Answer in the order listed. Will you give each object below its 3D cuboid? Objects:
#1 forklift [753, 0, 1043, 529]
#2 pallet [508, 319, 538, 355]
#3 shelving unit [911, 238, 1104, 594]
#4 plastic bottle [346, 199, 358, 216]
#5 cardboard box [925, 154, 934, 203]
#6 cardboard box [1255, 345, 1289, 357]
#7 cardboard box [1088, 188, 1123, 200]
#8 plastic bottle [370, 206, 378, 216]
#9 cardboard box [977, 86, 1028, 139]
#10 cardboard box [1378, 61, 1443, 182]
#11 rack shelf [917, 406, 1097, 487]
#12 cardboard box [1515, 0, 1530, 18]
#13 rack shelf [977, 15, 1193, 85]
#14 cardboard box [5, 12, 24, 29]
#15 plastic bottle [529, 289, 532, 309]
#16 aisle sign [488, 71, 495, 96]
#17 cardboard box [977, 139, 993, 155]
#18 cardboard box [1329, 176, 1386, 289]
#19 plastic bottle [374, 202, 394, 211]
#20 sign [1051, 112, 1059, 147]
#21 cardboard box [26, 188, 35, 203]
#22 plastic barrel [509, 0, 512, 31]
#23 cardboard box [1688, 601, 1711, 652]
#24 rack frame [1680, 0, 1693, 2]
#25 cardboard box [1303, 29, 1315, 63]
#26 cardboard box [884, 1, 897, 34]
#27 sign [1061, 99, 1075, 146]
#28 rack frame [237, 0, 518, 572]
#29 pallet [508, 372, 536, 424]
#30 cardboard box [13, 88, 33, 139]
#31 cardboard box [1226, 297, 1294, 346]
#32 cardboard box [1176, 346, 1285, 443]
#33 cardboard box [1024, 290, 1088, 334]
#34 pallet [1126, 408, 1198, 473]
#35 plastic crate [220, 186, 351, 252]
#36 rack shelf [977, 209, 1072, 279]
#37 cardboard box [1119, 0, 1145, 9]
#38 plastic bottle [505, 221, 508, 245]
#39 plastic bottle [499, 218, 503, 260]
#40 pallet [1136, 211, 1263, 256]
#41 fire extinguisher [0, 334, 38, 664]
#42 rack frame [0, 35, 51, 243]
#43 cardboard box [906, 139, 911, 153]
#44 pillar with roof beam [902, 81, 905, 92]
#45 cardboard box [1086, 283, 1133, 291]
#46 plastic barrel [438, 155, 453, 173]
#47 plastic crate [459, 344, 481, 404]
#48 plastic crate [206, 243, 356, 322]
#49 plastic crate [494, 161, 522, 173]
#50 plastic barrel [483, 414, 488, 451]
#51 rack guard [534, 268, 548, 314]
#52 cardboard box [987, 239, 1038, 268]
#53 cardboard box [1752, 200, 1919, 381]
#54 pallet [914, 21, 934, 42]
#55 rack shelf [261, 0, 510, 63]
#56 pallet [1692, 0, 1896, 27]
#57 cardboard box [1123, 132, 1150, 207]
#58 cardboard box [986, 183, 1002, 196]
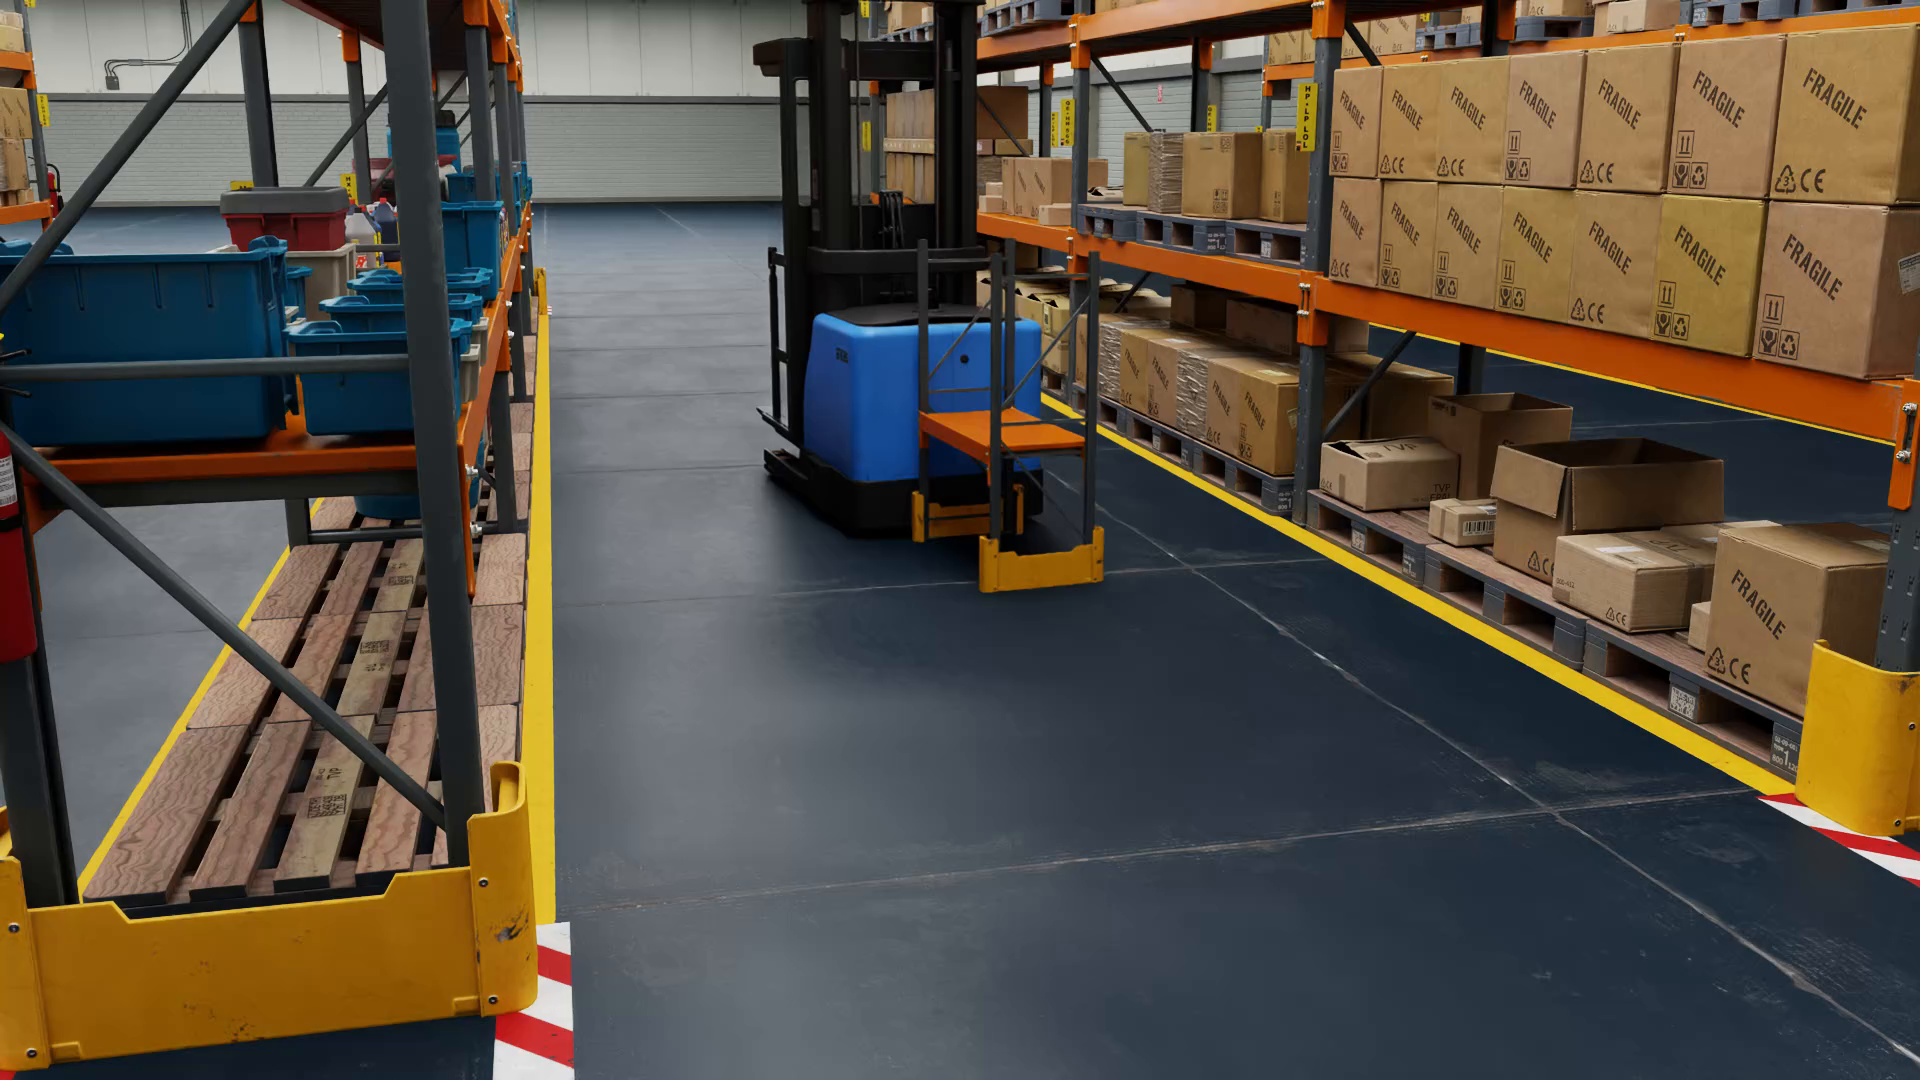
[{"bbox_3d":[-0.534,-1.784,9.551,1.130,2.935,3.031,-5,15,-19],"label":"forklift"},{"bbox_3d":[-4.557,-1.935,15.902,1.003,0.211,1.213,-3,14,-13],"label":"pallet"},{"bbox_3d":[0.206,-0.631,7.850,0.587,1.500,1.083,-5,15,-19],"label":"shelving unit"},{"bbox_3d":[-3.353,-1.711,9.213,0.144,0.351,0.185,-3,14,-13],"label":"plastic bottle"},{"bbox_3d":[0.022,-3.795,17.431,0.700,0.500,0.500,-3,14,-12],"label":"cardboard box"},{"bbox_3d":[2.132,-0.925,10.231,0.500,0.500,0.500,-3,14,-13],"label":"cardboard box"},{"bbox_3d":[1.273,-2.528,12.641,0.500,0.311,0.500,-2,14,-10],"label":"cardboard box"},{"bbox_3d":[-3.544,-1.897,10.145,0.097,0.271,0.097,0,14,0],"label":"plastic bottle"},{"bbox_3d":[0.266,-4.188,16.306,0.700,0.500,0.500,-3,14,-13],"label":"cardboard box"},{"bbox_3d":[2.214,-1.853,7.373,0.500,0.500,0.500,-4,14,-15],"label":"cardboard box"},{"bbox_3d":[0.203,-0.458,7.901,0.538,0.185,1.000,-5,15,-19],"label":"rack shelf"},{"bbox_3d":[5.386,-5.030,15.676,0.500,0.311,0.500,-3,14,-11],"label":"cardboard box"},{"bbox_3d":[0.846,-4.054,13.895,1.077,0.370,4.000,-3,14,-13],"label":"rack shelf"},{"bbox_3d":[-9.825,-5.310,16.998,0.380,0.149,0.250,-3,14,-13],"label":"cardboard box"},{"bbox_3d":[-4.456,-2.455,16.966,0.152,0.276,0.135,-4,14,-15],"label":"plastic bottle"},{"bbox_3d":[-5.107,-5.351,18.532,0.394,0.787,0.004,-3,14,-13],"label":"aisle sign"},{"bbox_3d":[0.104,-3.822,16.173,0.380,0.149,0.250,-3,14,-13],"label":"cardboard box"},{"bbox_3d":[2.110,-1.478,7.945,0.500,0.500,0.500,-3,14,-12],"label":"cardboard box"},{"bbox_3d":[-3.713,-2.031,10.683,0.152,0.276,0.135,-3,14,-13],"label":"plastic bottle"},{"bbox_3d":[0.901,-3.964,16.059,0.100,0.325,0.005,-3,14,-13],"label":"sign"},{"bbox_3d":[-9.926,-3.603,17.382,0.380,0.149,0.250,-3,14,-13],"label":"cardboard box"},{"bbox_3d":[-3.955,-4.577,13.464,0.600,0.901,0.600,0,14,0],"label":"plastic barrel"},{"bbox_3d":[2.820,0.313,5.867,0.380,0.166,0.250,-3,14,-13],"label":"cardboard box"},{"bbox_3d":[6.130,-5.676,12.699,1.000,3.000,0.127,-3,14,-13],"label":"rack frame"},{"bbox_3d":[4.304,-5.786,19.217,0.500,0.500,0.500,-3,14,-11],"label":"cardboard box"},{"bbox_3d":[-0.432,-5.977,18.853,0.797,0.503,0.637,-2,14,-9],"label":"cardboard box"},{"bbox_3d":[0.777,-3.015,12.010,0.100,0.325,0.005,-3,14,-13],"label":"sign"},{"bbox_3d":[-2.561,-1.287,7.373,1.000,3.000,0.127,-3,14,-13],"label":"rack frame"},{"bbox_3d":[-3.644,-1.036,12.222,1.003,0.211,1.213,-3,14,-13],"label":"pallet"},{"bbox_3d":[-9.824,-4.345,16.946,0.500,0.500,0.500,-3,14,-13],"label":"cardboard box"},{"bbox_3d":[2.025,-1.397,10.586,0.500,0.250,0.500,-4,14,-14],"label":"cardboard box"},{"bbox_3d":[1.635,-0.889,10.087,0.500,0.500,0.500,-3,14,-12],"label":"cardboard box"},{"bbox_3d":[0.825,-1.852,13.415,0.500,0.311,0.500,-4,14,-14],"label":"cardboard box"},{"bbox_3d":[1.737,-0.675,10.745,1.003,0.211,1.213,-3,14,-13],"label":"pallet"},{"bbox_3d":[-2.595,-1.127,6.458,0.402,0.464,0.583,-3,14,-13],"label":"plastic crate"},{"bbox_3d":[0.846,-2.597,14.251,1.077,0.370,4.000,-3,14,-13],"label":"rack shelf"},{"bbox_3d":[1.571,-3.774,11.023,0.910,0.500,0.500,-3,14,-13],"label":"cardboard box"},{"bbox_3d":[-2.927,-1.963,10.558,0.097,0.201,0.097,0,14,0],"label":"plastic bottle"},{"bbox_3d":[-2.650,-1.740,9.332,0.144,0.351,0.185,-3,14,-13],"label":"plastic bottle"},{"bbox_3d":[1.777,-1.943,10.464,1.003,0.211,1.213,-3,14,-13],"label":"pallet"},{"bbox_3d":[-2.027,-0.085,3.404,0.296,0.674,0.183,-3,14,-13],"label":"fire extinguisher"},{"bbox_3d":[-10.193,-3.779,17.574,1.000,3.000,0.127,-3,14,-13],"label":"rack frame"},{"bbox_3d":[-0.376,-4.294,18.107,0.380,0.149,0.250,-3,14,-14],"label":"cardboard box"},{"bbox_3d":[-5.974,-14.089,47.135,9.100,9.000,0.400,-3,14,-13],"label":"pillar with roof beam"},{"bbox_3d":[1.229,-2.001,14.025,0.500,0.311,0.500,-4,14,-15],"label":"cardboard box"},{"bbox_3d":[-4.256,-2.796,13.265,0.433,0.535,0.433,0,14,0],"label":"plastic barrel"},{"bbox_3d":[-1.354,-0.419,4.251,0.250,0.136,0.298,-3,14,-13],"label":"plastic crate"},{"bbox_3d":[-2.381,-0.896,5.896,0.437,0.282,0.530,-3,14,-13],"label":"plastic crate"},{"bbox_3d":[-4.028,-3.069,14.532,0.402,0.464,0.583,-3,14,-13],"label":"plastic crate"},{"bbox_3d":[-2.884,-0.707,9.359,0.421,0.512,0.421,0,14,0],"label":"plastic barrel"},{"bbox_3d":[-5.315,-2.826,18.940,1.175,0.500,0.348,-3,14,-13],"label":"rack guard"},{"bbox_3d":[0.572,-2.764,16.751,0.500,0.500,0.500,-3,14,-13],"label":"cardboard box"},{"bbox_3d":[2.825,-0.776,5.072,0.500,0.500,0.500,-3,14,-11],"label":"cardboard box"},{"bbox_3d":[0.151,-5.017,16.508,1.003,0.211,1.213,-3,14,-13],"label":"pallet"},{"bbox_3d":[-3.030,-2.856,8.991,1.077,0.370,4.000,-3,14,-13],"label":"rack shelf"},{"bbox_3d":[6.333,-3.981,12.481,1.213,0.211,1.003,-3,14,-11],"label":"pallet"},{"bbox_3d":[1.573,-2.598,11.646,0.700,0.500,0.500,-9,16,-32],"label":"cardboard box"},{"bbox_3d":[0.534,-3.223,15.617,0.500,0.250,0.500,-2,14,-10],"label":"cardboard box"}]
